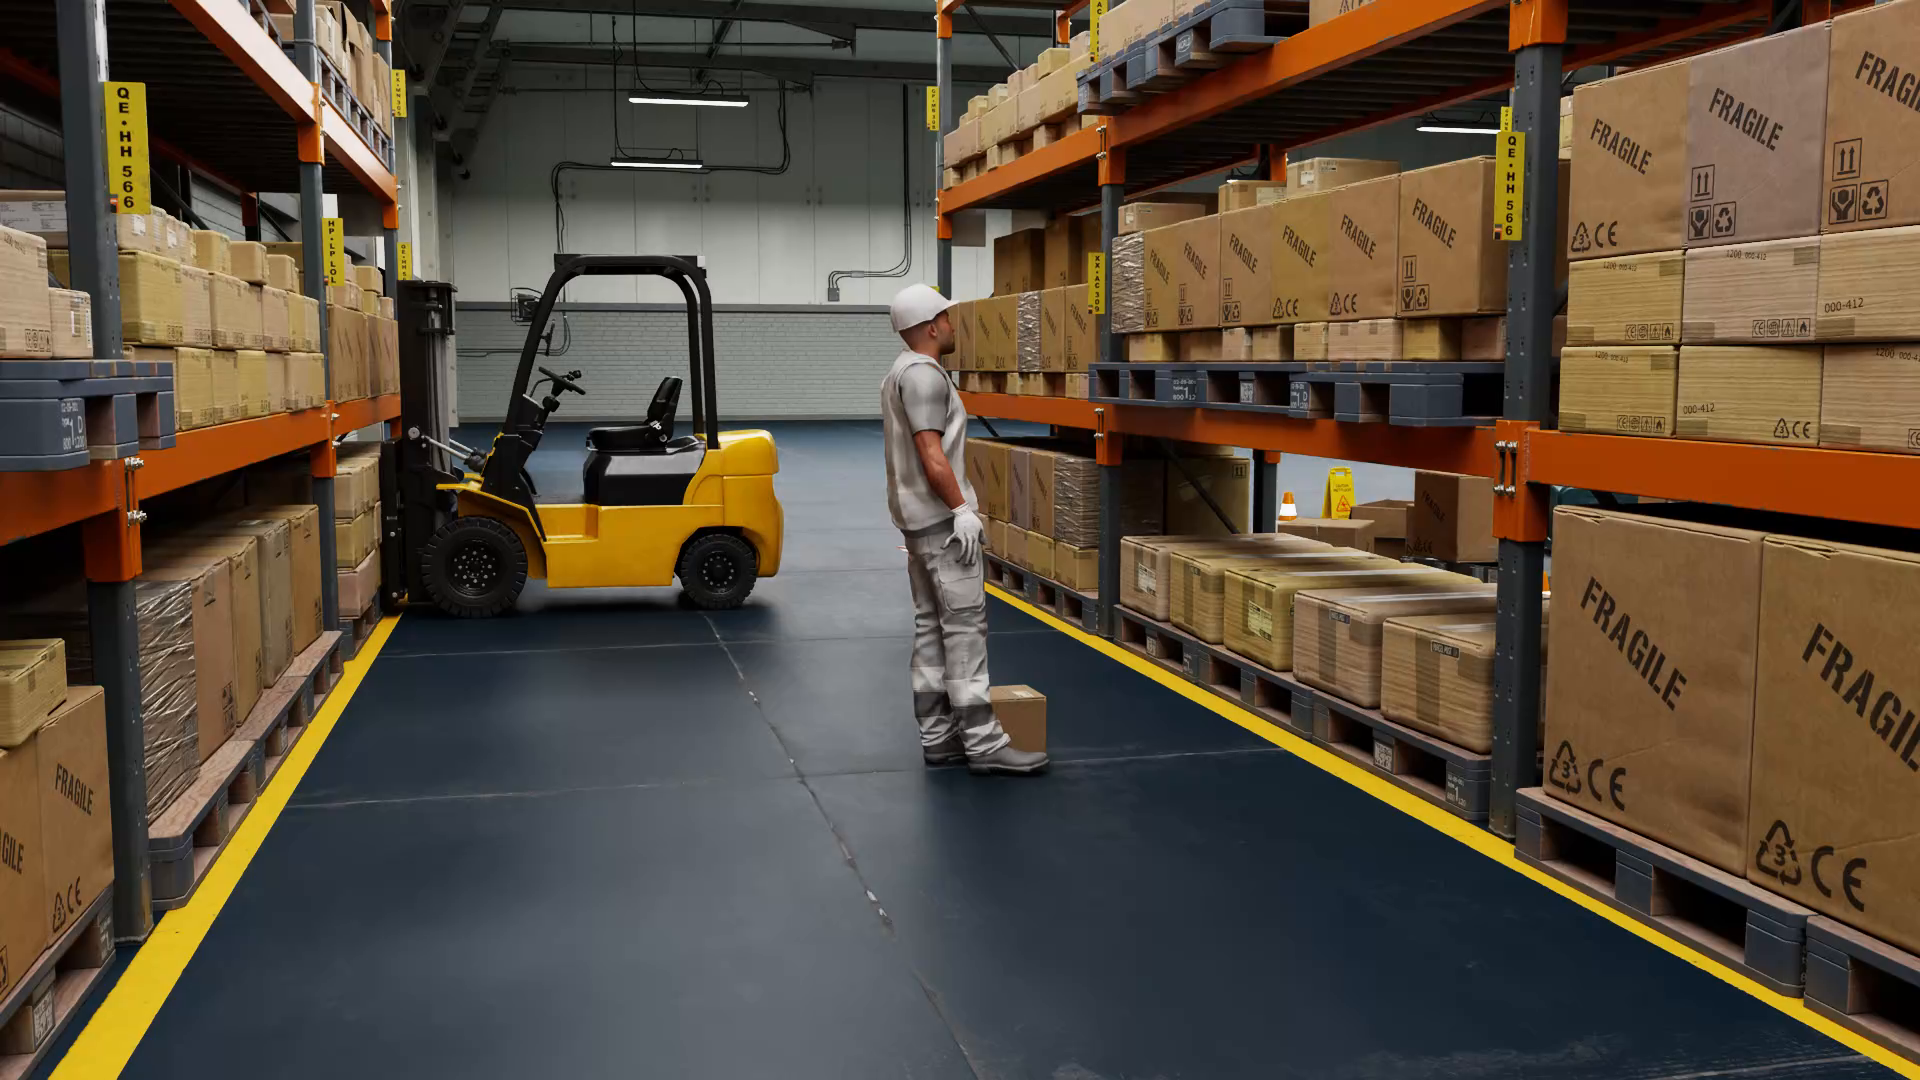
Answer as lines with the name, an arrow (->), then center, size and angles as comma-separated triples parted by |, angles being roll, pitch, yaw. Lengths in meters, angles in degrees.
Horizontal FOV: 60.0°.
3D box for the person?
person -> -0.004, -0.056, 6.227 | 0.562, 1.789, 0.638 | -1, 6, -14
